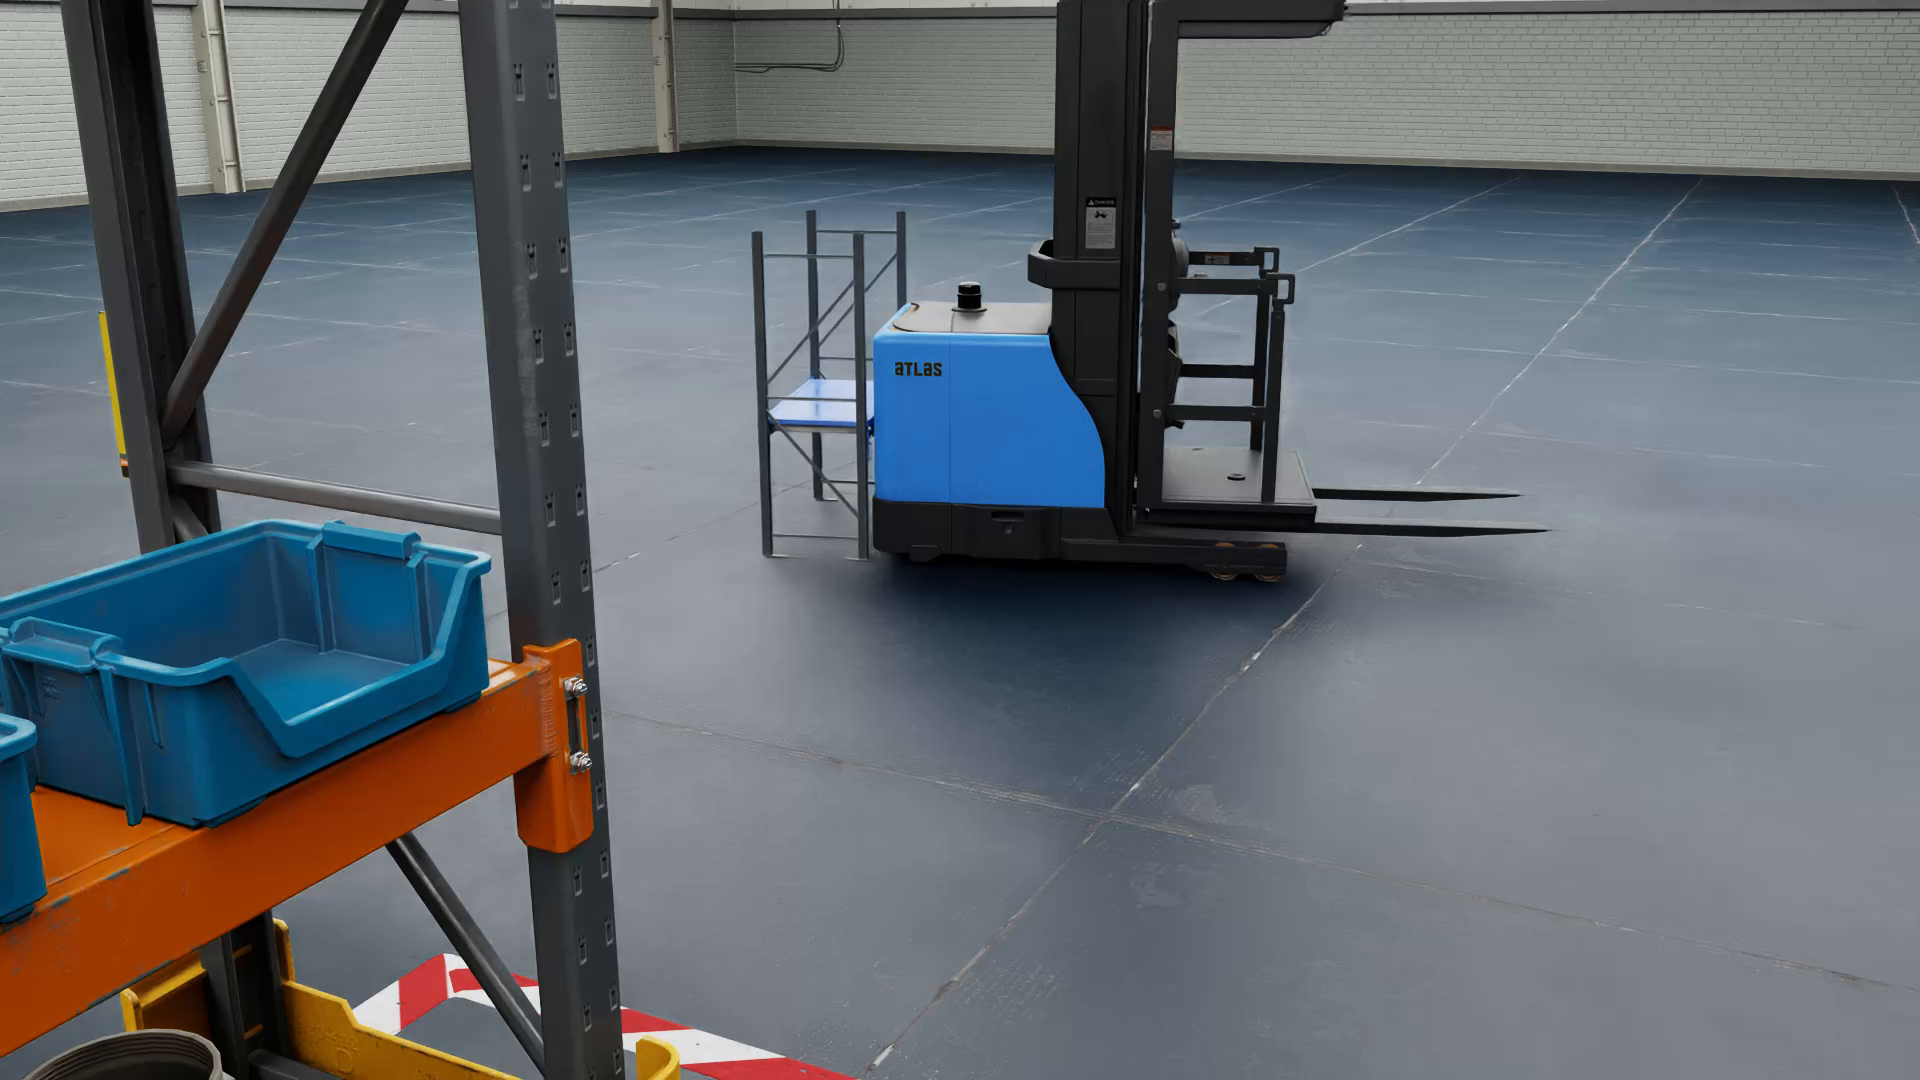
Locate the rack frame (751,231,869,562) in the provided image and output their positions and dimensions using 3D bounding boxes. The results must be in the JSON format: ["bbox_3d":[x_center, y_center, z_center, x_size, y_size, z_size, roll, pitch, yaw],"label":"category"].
[{"bbox_3d":[-0.670,-0.633,7.521,0.500,1.500,0.032,2,17,8],"label":"rack frame"}]

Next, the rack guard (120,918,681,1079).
[{"bbox_3d":[-1.094,1.155,3.258,1.175,0.500,0.348,8,18,25],"label":"rack guard"}]

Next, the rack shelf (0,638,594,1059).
[{"bbox_3d":[-1.996,0.786,1.374,1.077,0.370,4.000,8,18,25],"label":"rack shelf"}]

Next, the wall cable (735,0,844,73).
[{"bbox_3d":[-4.054,-12.138,38.541,3.097,2.526,0.112,8,18,25],"label":"wall cable"}]

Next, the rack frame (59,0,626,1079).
[{"bbox_3d":[-1.105,-0.069,2.988,0.949,2.616,0.053,8,18,25],"label":"rack frame"}]

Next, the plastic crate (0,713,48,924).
[{"bbox_3d":[-1.353,0.333,1.896,0.499,0.251,0.408,8,18,25],"label":"plastic crate"}]

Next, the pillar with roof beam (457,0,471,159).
[{"bbox_3d":[-5.383,-10.969,29.149,9.100,9.000,0.400,8,18,25],"label":"pillar with roof beam"}]

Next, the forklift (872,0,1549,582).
[{"bbox_3d":[1.153,-1.380,7.522,3.031,2.935,1.130,2,17,6],"label":"forklift"}]

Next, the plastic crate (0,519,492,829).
[{"bbox_3d":[-1.058,0.168,2.451,0.499,0.251,0.616,8,18,25],"label":"plastic crate"}]

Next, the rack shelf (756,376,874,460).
[{"bbox_3d":[-0.594,-0.604,8.054,0.538,0.185,1.000,2,17,8],"label":"rack shelf"}]

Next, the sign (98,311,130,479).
[{"bbox_3d":[-1.592,-0.272,3.187,0.100,0.325,0.005,8,18,25],"label":"sign"}]

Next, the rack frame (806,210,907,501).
[{"bbox_3d":[-0.517,-0.919,8.484,0.500,1.500,0.032,2,17,8],"label":"rack frame"}]

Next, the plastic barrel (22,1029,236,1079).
[{"bbox_3d":[-1.328,1.100,2.684,0.421,0.512,0.421,0,17,0],"label":"plastic barrel"}]

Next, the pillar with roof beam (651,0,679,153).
[{"bbox_3d":[-2.702,-12.497,34.295,9.100,9.000,0.400,8,18,25],"label":"pillar with roof beam"}]

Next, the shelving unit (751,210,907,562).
[{"bbox_3d":[-0.594,-0.776,8.003,0.538,1.500,1.048,2,17,8],"label":"shelving unit"}]

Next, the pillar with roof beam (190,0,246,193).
[{"bbox_3d":[-8.064,-9.440,24.004,9.100,9.000,0.400,8,18,25],"label":"pillar with roof beam"}]
